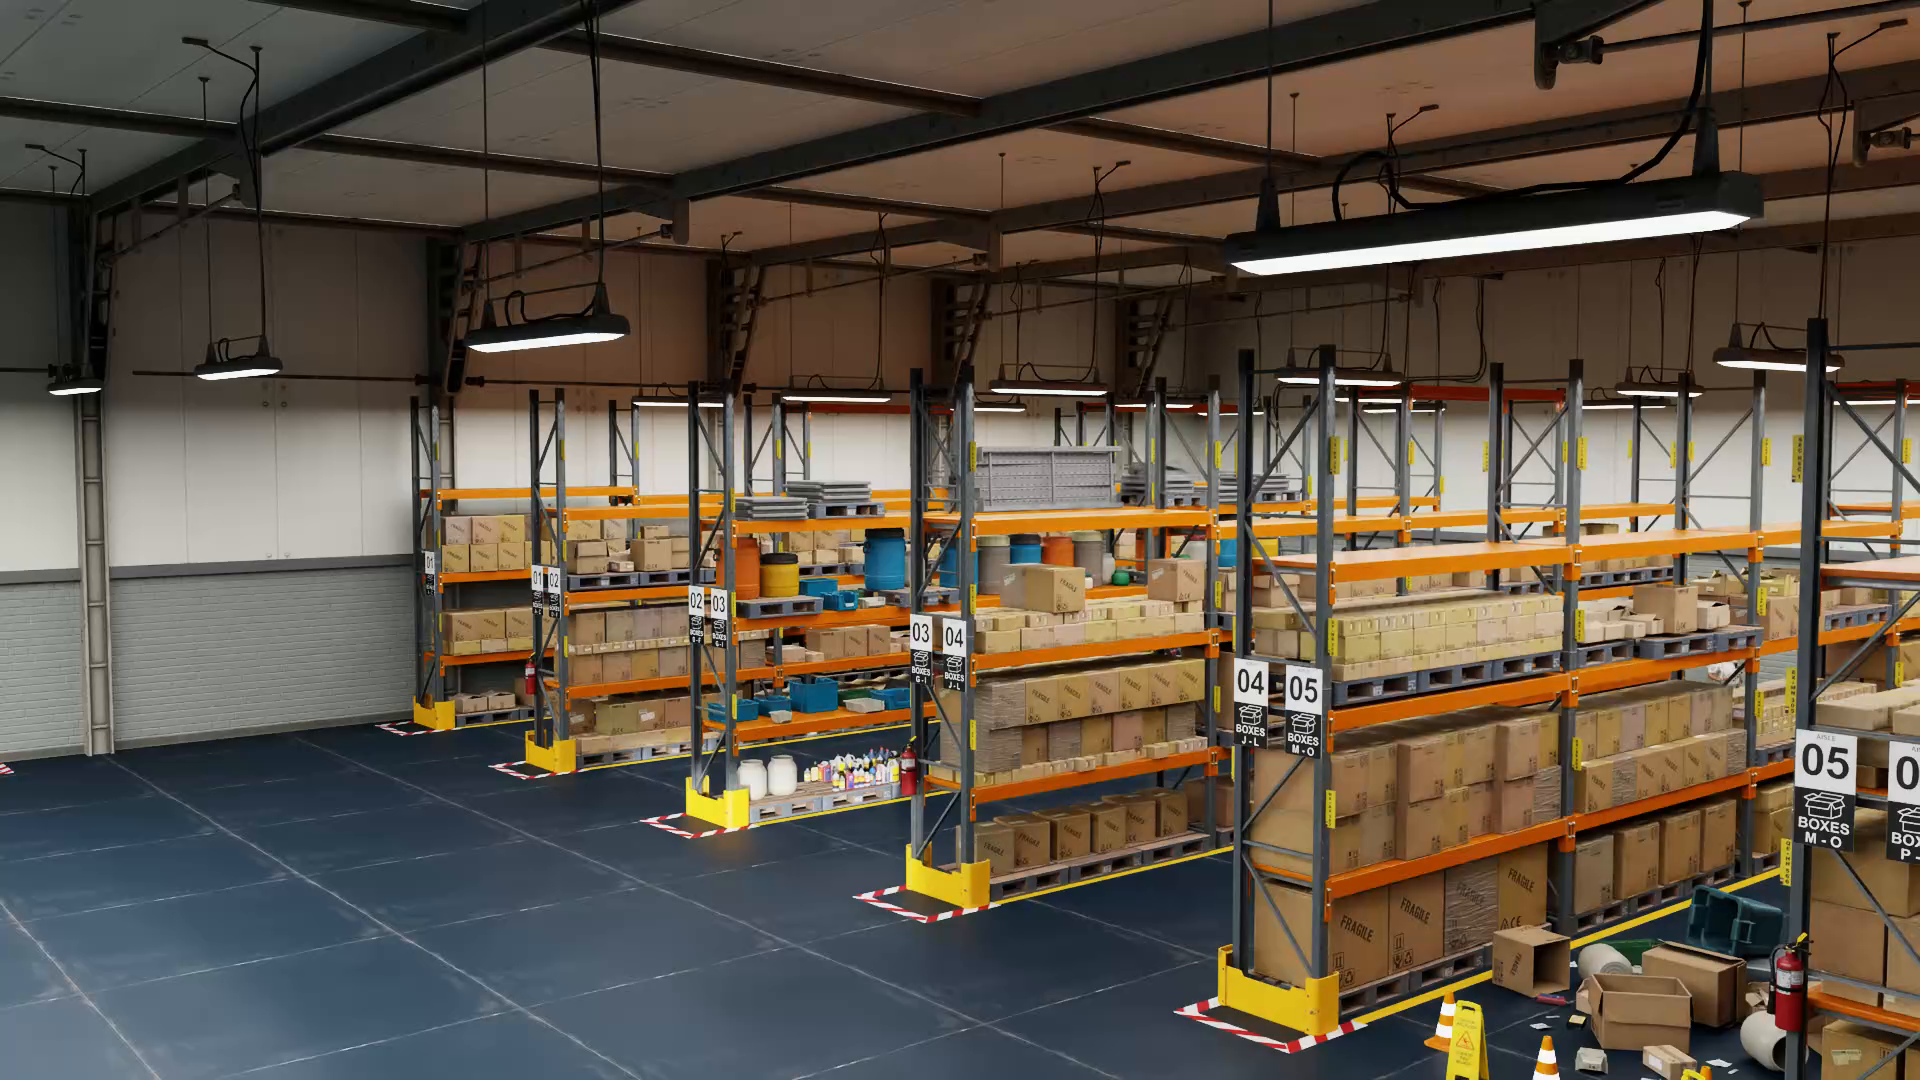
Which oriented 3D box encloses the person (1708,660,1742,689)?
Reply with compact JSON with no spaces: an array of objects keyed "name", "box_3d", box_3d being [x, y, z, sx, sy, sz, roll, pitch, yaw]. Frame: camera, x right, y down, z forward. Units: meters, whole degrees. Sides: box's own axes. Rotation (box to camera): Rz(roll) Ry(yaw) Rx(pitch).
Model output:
[{"name":"person","box_3d":[13.318,2.645,28.978,0.638,1.696,0.809,0,3,4]}]
